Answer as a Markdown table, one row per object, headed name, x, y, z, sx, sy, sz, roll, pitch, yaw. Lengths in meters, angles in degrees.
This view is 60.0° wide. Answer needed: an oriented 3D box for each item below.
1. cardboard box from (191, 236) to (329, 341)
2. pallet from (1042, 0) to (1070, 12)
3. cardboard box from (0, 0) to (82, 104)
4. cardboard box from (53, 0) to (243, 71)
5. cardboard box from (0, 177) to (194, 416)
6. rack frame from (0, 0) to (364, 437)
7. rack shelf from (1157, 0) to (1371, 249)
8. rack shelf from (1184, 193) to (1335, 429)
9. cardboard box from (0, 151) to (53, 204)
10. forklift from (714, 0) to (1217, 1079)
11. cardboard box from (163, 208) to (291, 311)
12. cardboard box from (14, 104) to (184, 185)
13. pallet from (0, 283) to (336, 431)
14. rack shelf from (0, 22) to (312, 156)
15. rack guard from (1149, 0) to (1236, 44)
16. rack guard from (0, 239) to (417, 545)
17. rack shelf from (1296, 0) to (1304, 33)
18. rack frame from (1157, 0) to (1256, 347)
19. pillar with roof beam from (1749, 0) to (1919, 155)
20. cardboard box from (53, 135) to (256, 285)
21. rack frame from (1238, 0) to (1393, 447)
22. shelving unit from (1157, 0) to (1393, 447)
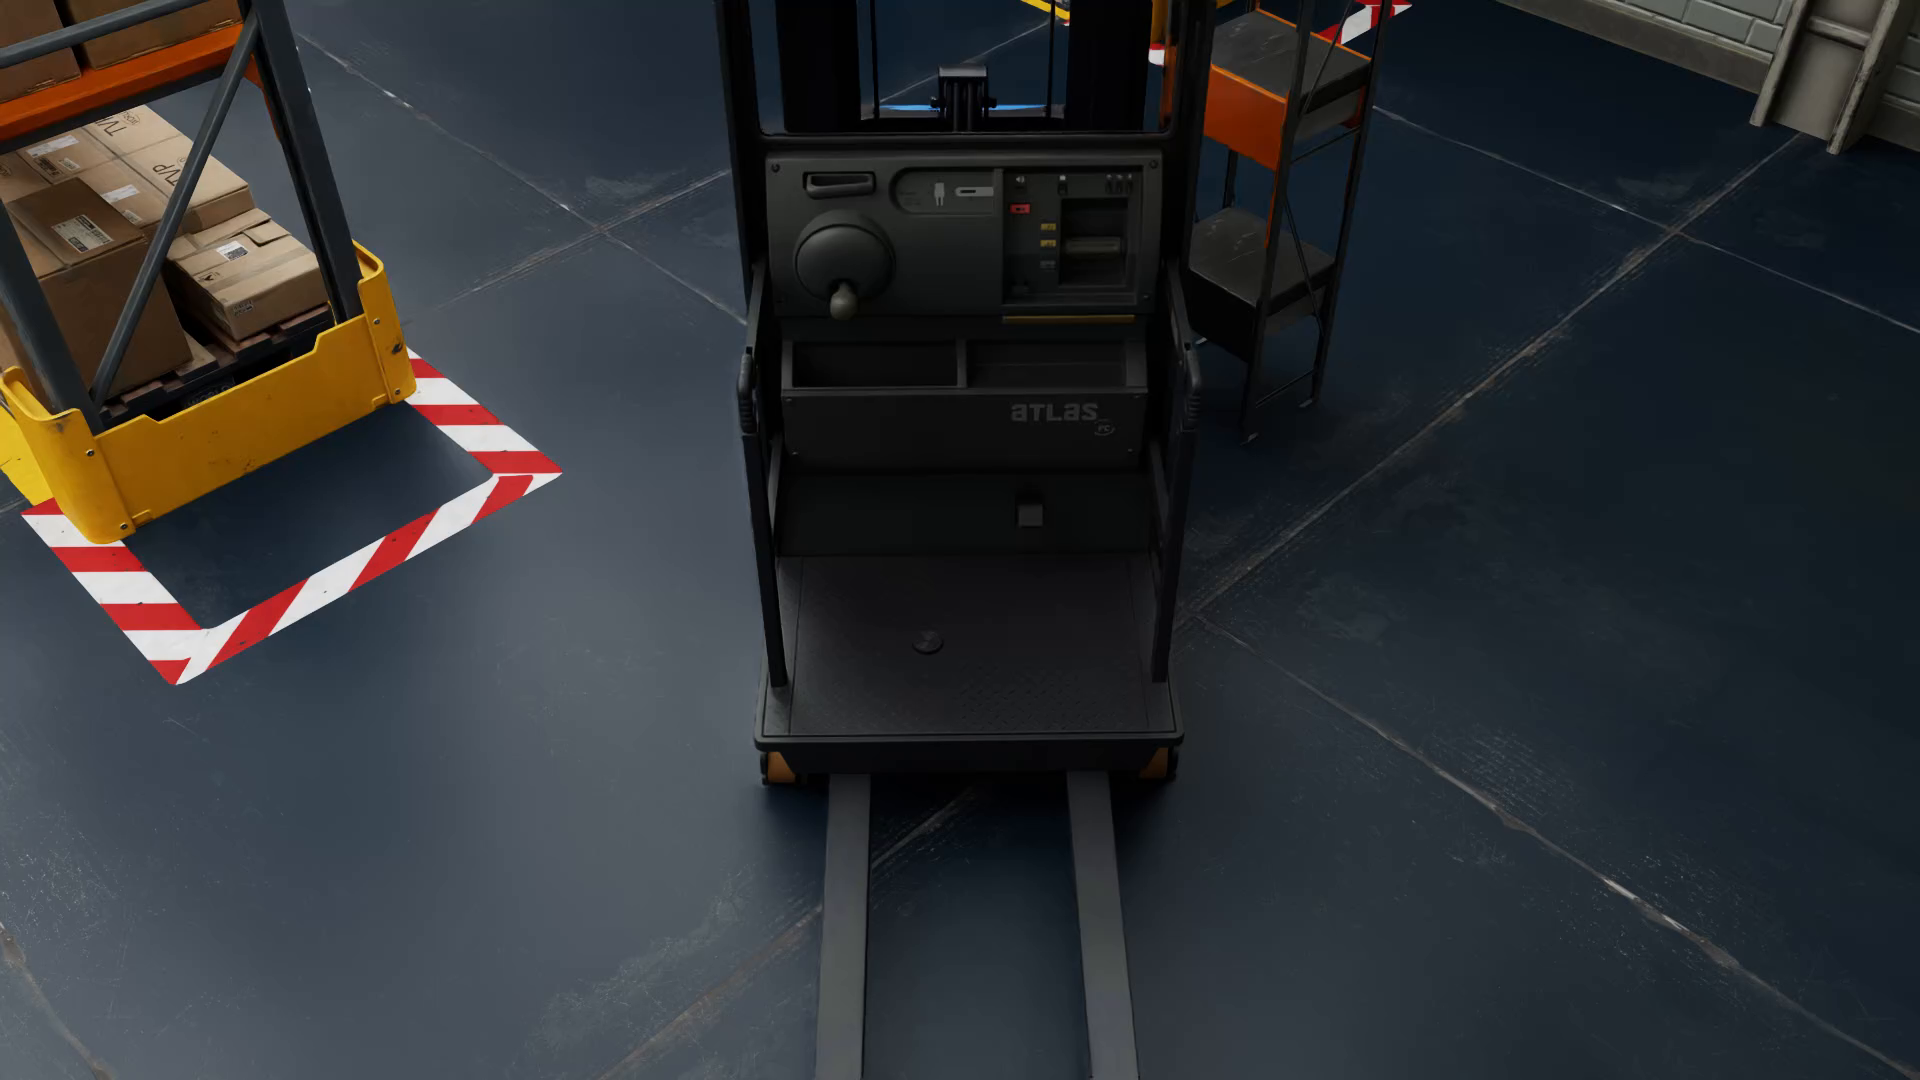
| name | x | y | z | sx | sy | sz | roll | pitch | yaw |
| --- | --- | --- | --- | --- | --- | --- | --- | --- | --- |
| cardboard box | -2.409 | -0.875 | 5.763 | 0.380 | 0.149 | 0.250 | -34 | 53 | -31 |
| pallet | 0.528 | -3.093 | 8.442 | 1.003 | 0.211 | 1.213 | -34 | 53 | -31 |
| cardboard box | -2.866 | -1.516 | 4.607 | 0.500 | 0.500 | 0.500 | -32 | 52 | -30 |
| cardboard box | -2.484 | -1.771 | 4.883 | 0.500 | 0.500 | 0.500 | -33 | 52 | -30 |
| cardboard box | -2.915 | -0.782 | 5.403 | 0.500 | 0.500 | 0.500 | -34 | 53 | -31 |
| rack frame | -2.357 | -1.395 | 4.549 | 1.000 | 3.000 | 0.127 | -34 | 53 | -31 |
| rack shelf | 0.931 | -1.289 | 5.118 | 0.431 | 0.518 | 0.480 | -30 | 51 | -29 |
| rack shelf | 0.931 | -0.775 | 5.593 | 0.431 | 0.518 | 0.480 | -30 | 51 | -29 |
| cardboard box | -3.565 | -1.161 | 5.998 | 0.500 | 0.250 | 0.500 | -34 | 53 | -31 |
| forklift | 0.017 | -0.634 | 3.777 | 1.130 | 2.935 | 3.031 | -1 | 43 | -1 |
| cardboard box | -2.586 | -1.002 | 5.888 | 0.380 | 0.166 | 0.250 | -34 | 53 | -31 |
| cardboard box | -3.246 | -1.424 | 6.283 | 0.500 | 0.250 | 0.500 | -34 | 53 | -31 |
| pallet | -2.974 | -0.790 | 5.949 | 1.003 | 0.211 | 1.213 | -34 | 53 | -31 |
| rack shelf | -3.769 | -2.092 | 5.833 | 1.077 | 0.370 | 4.000 | -34 | 53 | -31 |
| rack guard | 1.165 | -2.841 | 7.956 | 1.175 | 0.500 | 0.348 | -34 | 53 | -31 |
| rack guard | -2.411 | -0.513 | 5.437 | 1.175 | 0.500 | 0.348 | -34 | 53 | -31 |
| rack shelf | 0.931 | -1.803 | 4.643 | 0.431 | 0.518 | 0.480 | -30 | 51 | -29 |
| rack frame | 0.772 | -1.424 | 5.244 | 0.400 | 2.100 | 0.015 | -30 | 51 | -29 |
| pillar with roof beam | 0.619 | -3.028 | 1.896 | 9.100 | 9.000 | 0.400 | -34 | 53 | -31 |
| cardboard box | -2.893 | -1.184 | 6.023 | 0.500 | 0.250 | 0.500 | -34 | 53 | -31 |
| rack frame | 1.090 | -1.173 | 4.973 | 0.400 | 2.100 | 0.015 | -30 | 51 | -29 |
| shelving unit | 0.931 | -1.299 | 5.108 | 0.431 | 2.100 | 0.503 | -30 | 51 | -29 |
